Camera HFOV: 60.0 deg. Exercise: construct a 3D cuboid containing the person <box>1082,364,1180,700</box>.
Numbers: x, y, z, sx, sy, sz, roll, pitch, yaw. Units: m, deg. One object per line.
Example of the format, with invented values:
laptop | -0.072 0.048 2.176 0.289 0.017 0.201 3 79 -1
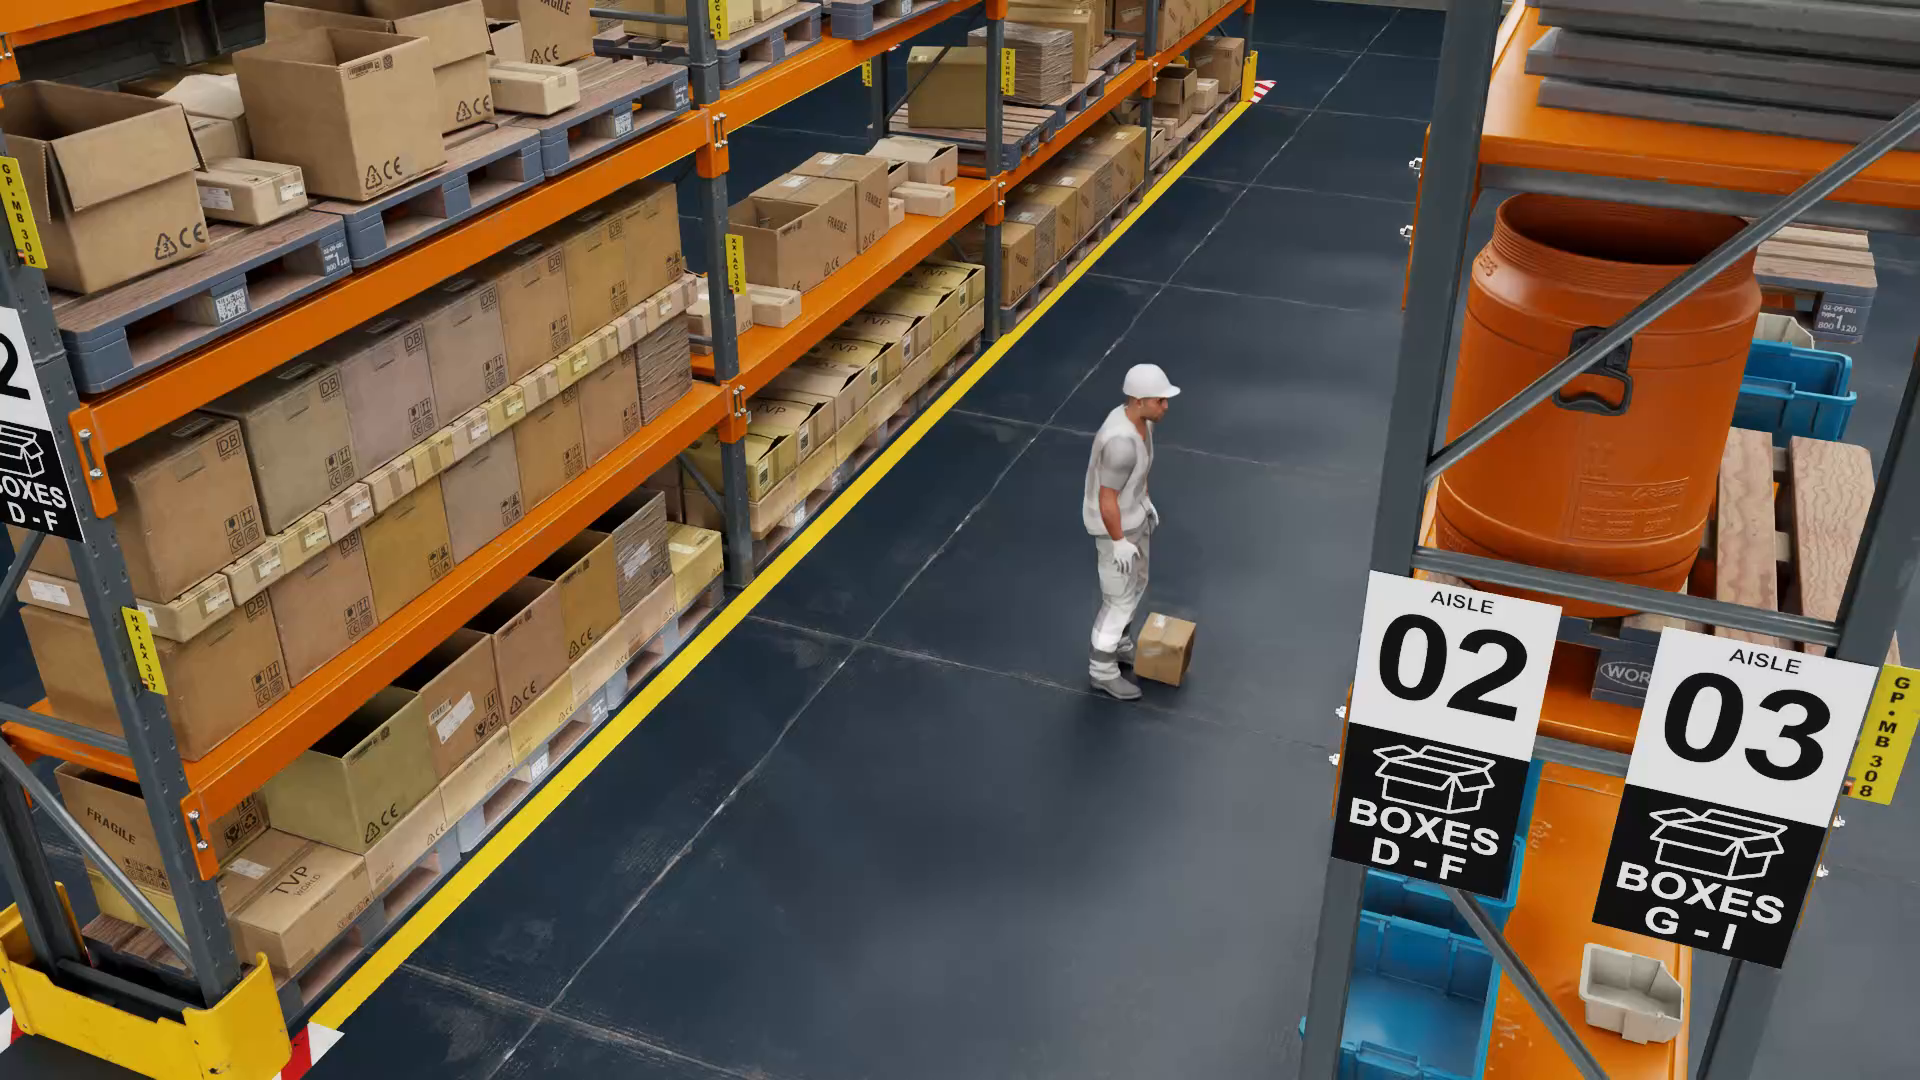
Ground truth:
person | 0.855 -0.071 8.511 0.438 1.781 0.566 10 31 18
